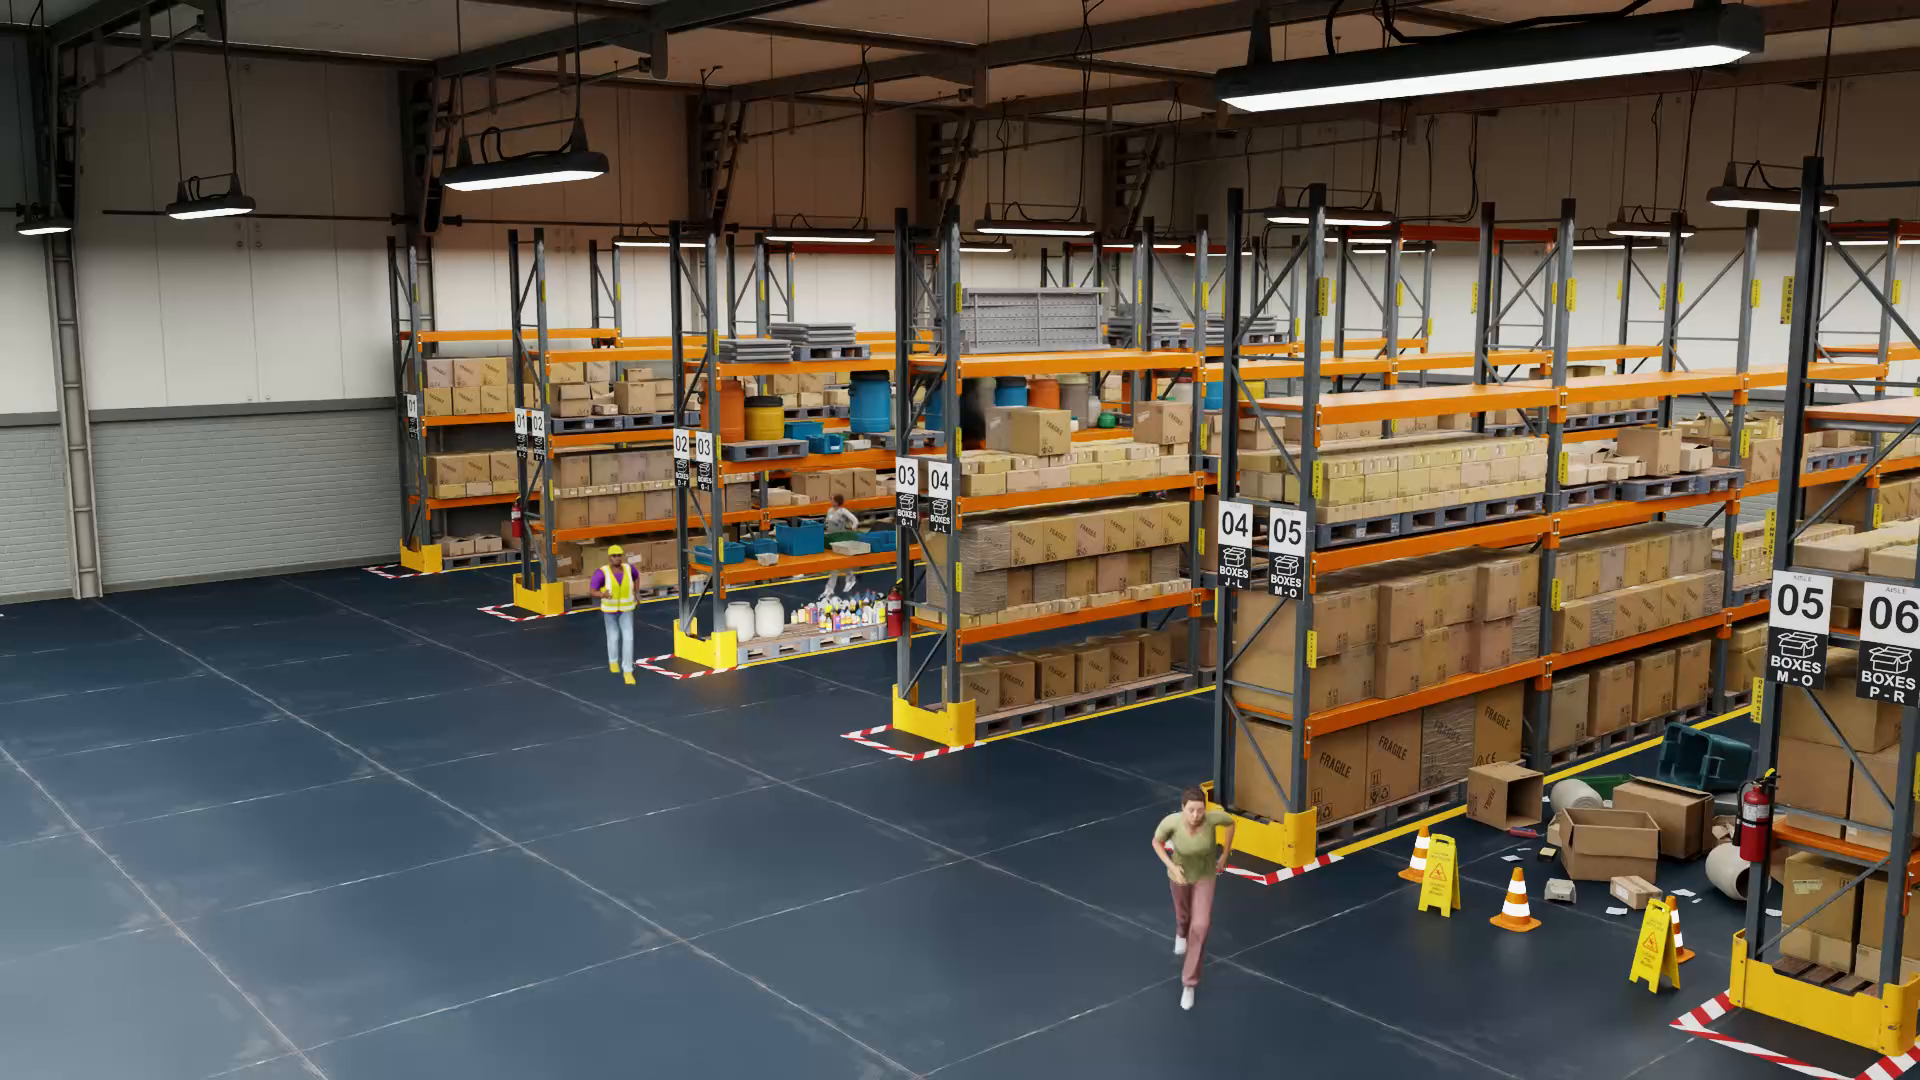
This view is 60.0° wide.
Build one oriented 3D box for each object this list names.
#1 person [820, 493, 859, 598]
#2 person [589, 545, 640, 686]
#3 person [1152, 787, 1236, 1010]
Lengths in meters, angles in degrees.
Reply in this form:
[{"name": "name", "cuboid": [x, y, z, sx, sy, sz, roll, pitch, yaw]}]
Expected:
[{"name": "person", "cuboid": [-1.926, 0.058, 26.055, 0.797, 1.610, 0.534, -8, 12, -40]}, {"name": "person", "cuboid": [-4.497, 0.955, 21.757, 0.679, 1.816, 0.807, -3, 9, -16]}, {"name": "person", "cuboid": [1.715, 2.528, 12.324, 0.614, 1.616, 0.994, 0, 9, 2]}]
